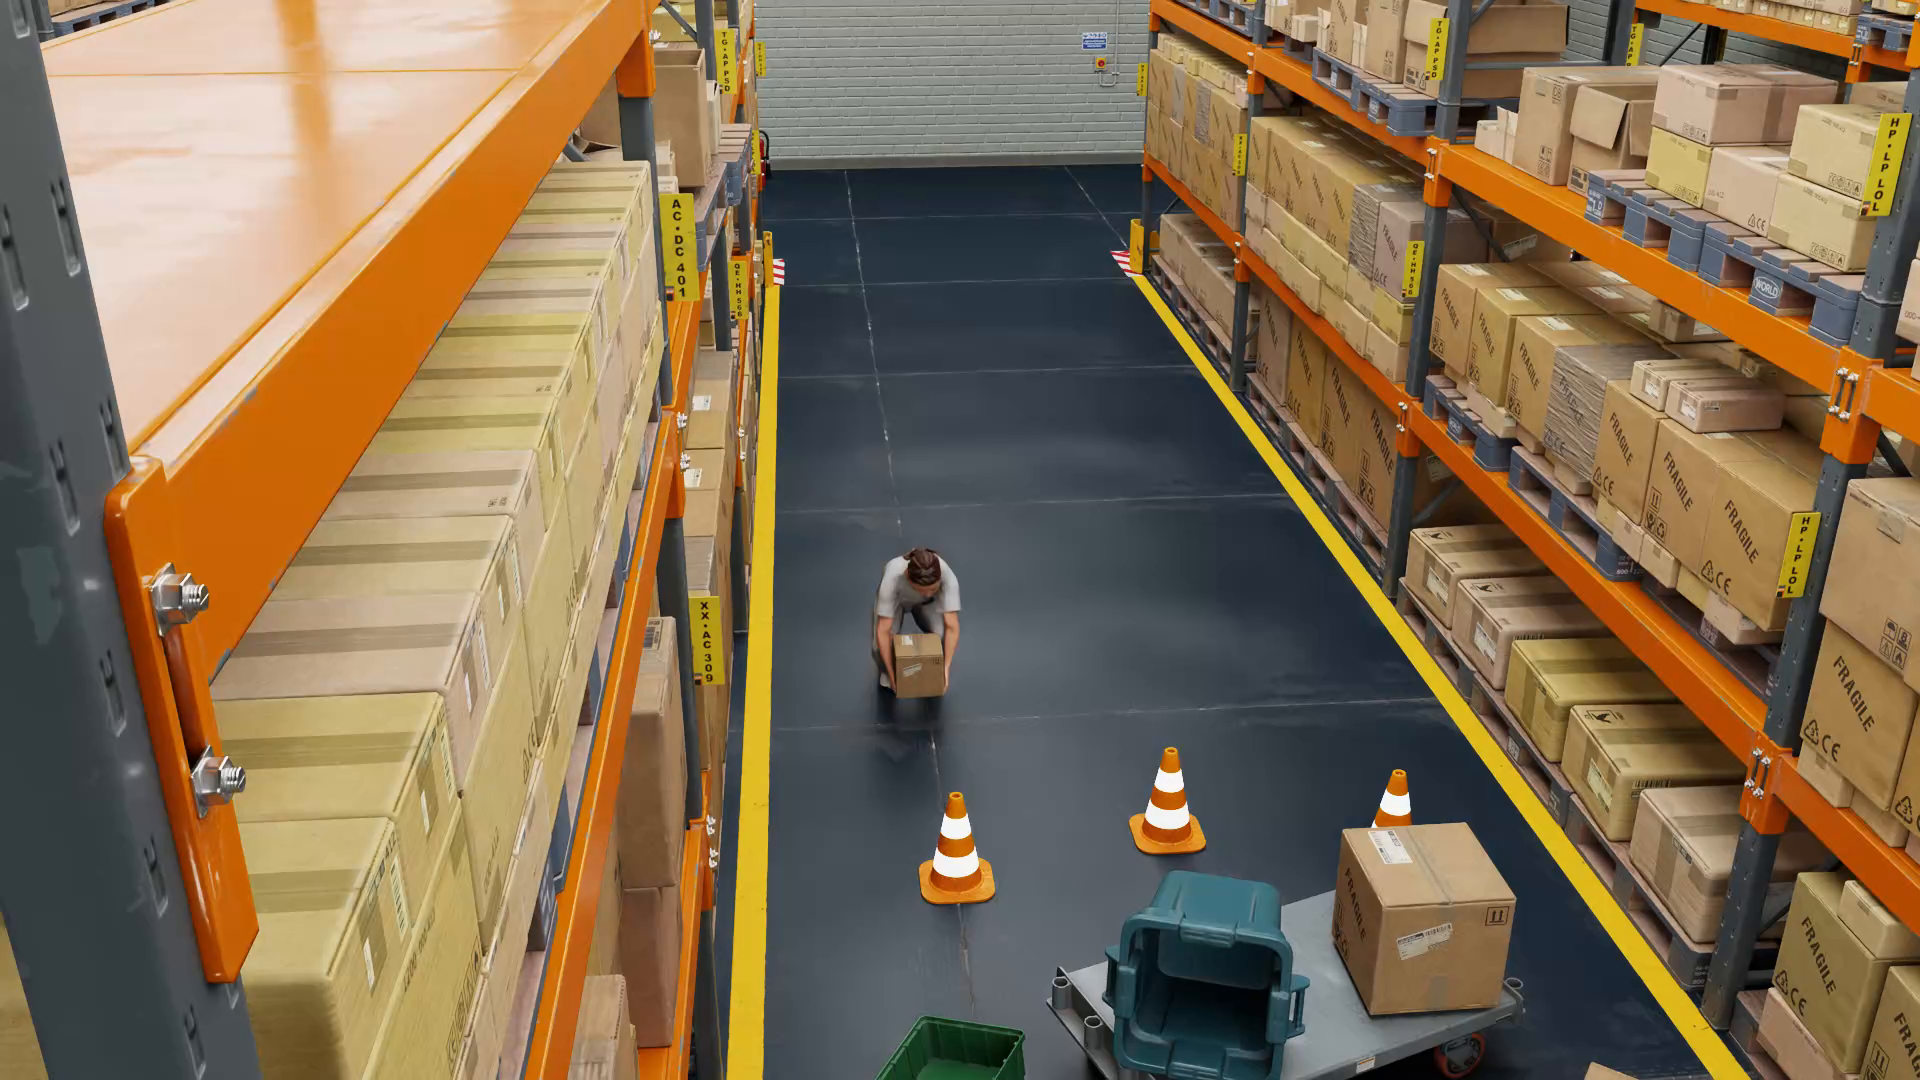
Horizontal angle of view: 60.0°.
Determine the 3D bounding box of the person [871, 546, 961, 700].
[{"bbox_3d":[-0.251,0.405,9.110,0.491,0.934,0.809,-2,24,-5],"label":"person"}]
